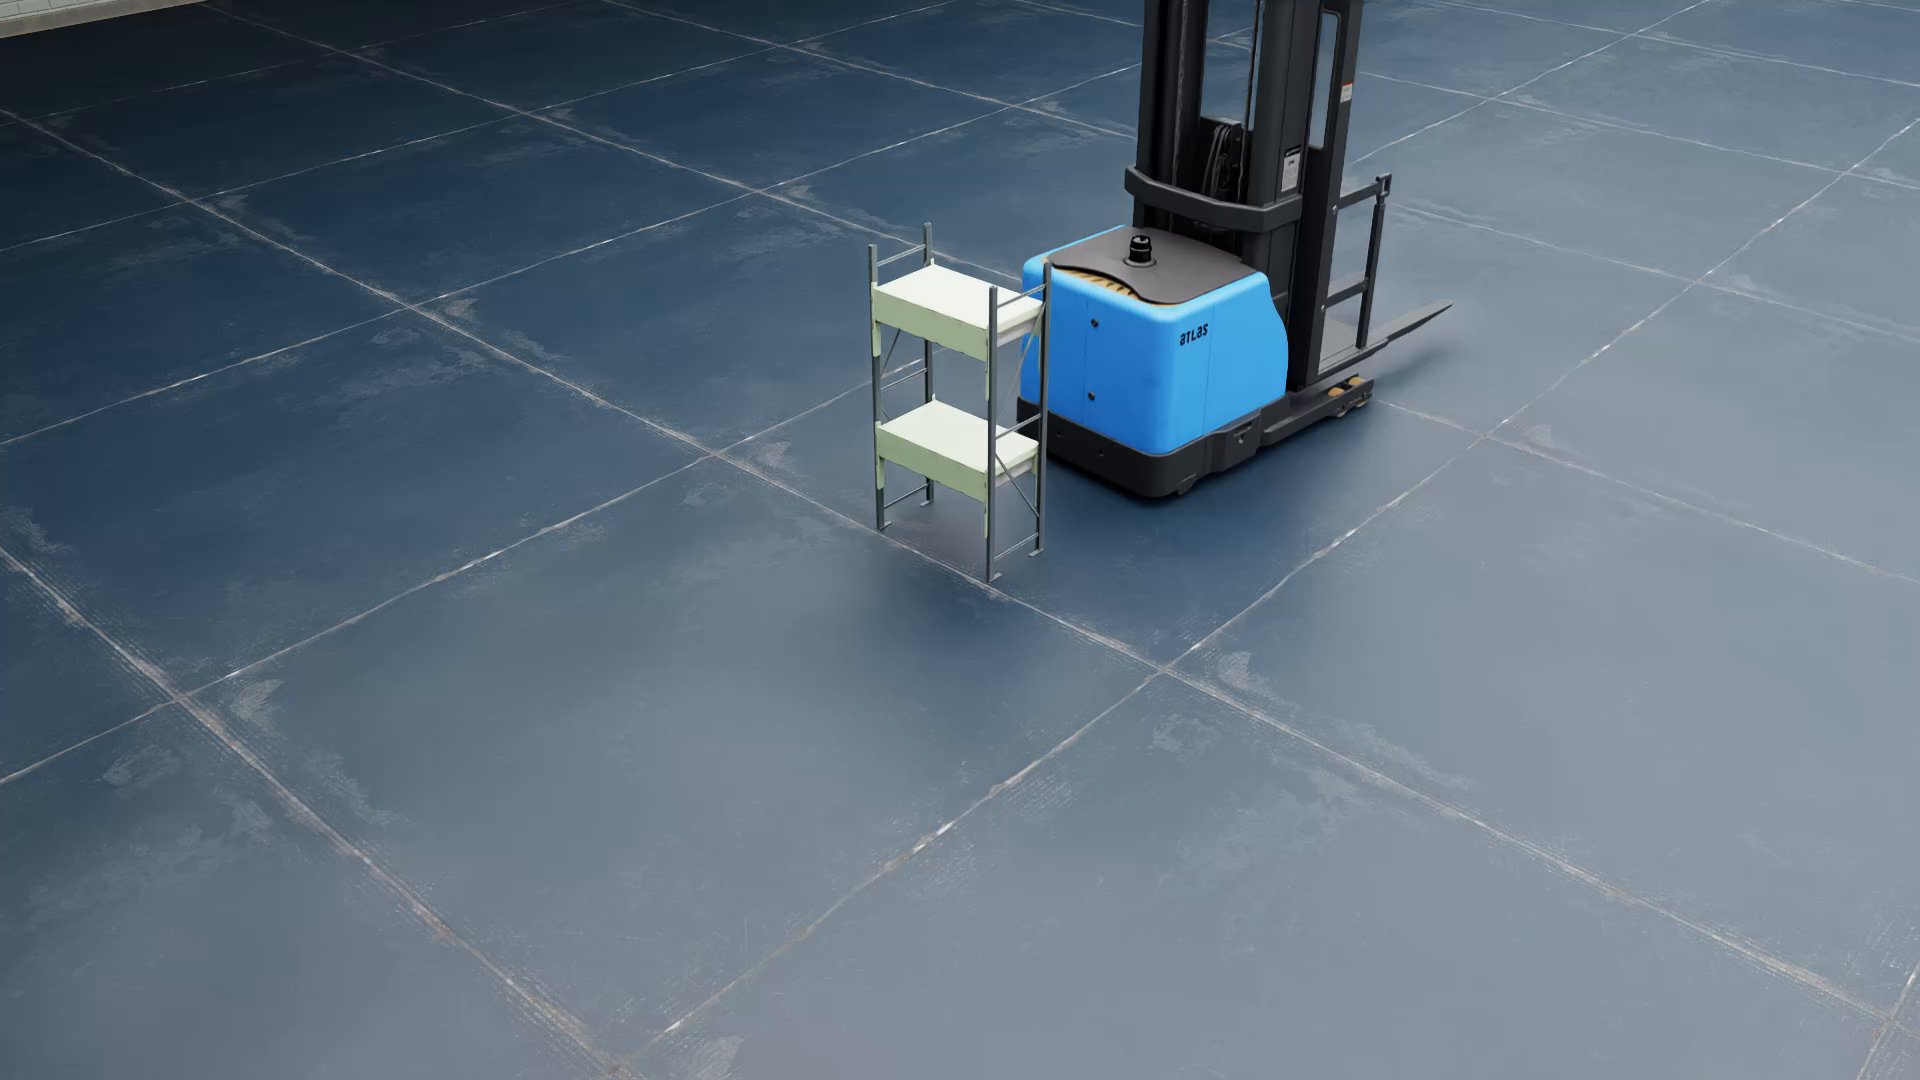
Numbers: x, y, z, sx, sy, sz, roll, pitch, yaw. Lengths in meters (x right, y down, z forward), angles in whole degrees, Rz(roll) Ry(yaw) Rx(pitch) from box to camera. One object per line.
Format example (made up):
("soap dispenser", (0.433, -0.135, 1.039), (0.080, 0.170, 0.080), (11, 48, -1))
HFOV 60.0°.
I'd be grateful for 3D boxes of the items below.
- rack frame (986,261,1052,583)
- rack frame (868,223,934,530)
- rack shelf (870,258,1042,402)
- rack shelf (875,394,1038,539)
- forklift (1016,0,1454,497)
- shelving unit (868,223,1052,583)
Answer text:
("rack frame", (0.266, -0.518, 7.657), (0.023, 1.500, 0.400), (25, 39, 35))
("rack frame", (-0.276, -0.772, 8.077), (0.023, 1.500, 0.400), (25, 39, 35))
("rack shelf", (-0.005, -0.979, 7.666), (0.720, 0.370, 0.431), (25, 39, 35))
("rack shelf", (-0.005, -0.366, 8.035), (0.720, 0.370, 0.431), (25, 39, 35))
("forklift", (1.722, -2.122, 8.933), (3.031, 2.935, 1.130), (-26, 40, -36))
("shelving unit", (-0.005, -0.645, 7.867), (0.755, 1.500, 0.431), (25, 39, 35))
